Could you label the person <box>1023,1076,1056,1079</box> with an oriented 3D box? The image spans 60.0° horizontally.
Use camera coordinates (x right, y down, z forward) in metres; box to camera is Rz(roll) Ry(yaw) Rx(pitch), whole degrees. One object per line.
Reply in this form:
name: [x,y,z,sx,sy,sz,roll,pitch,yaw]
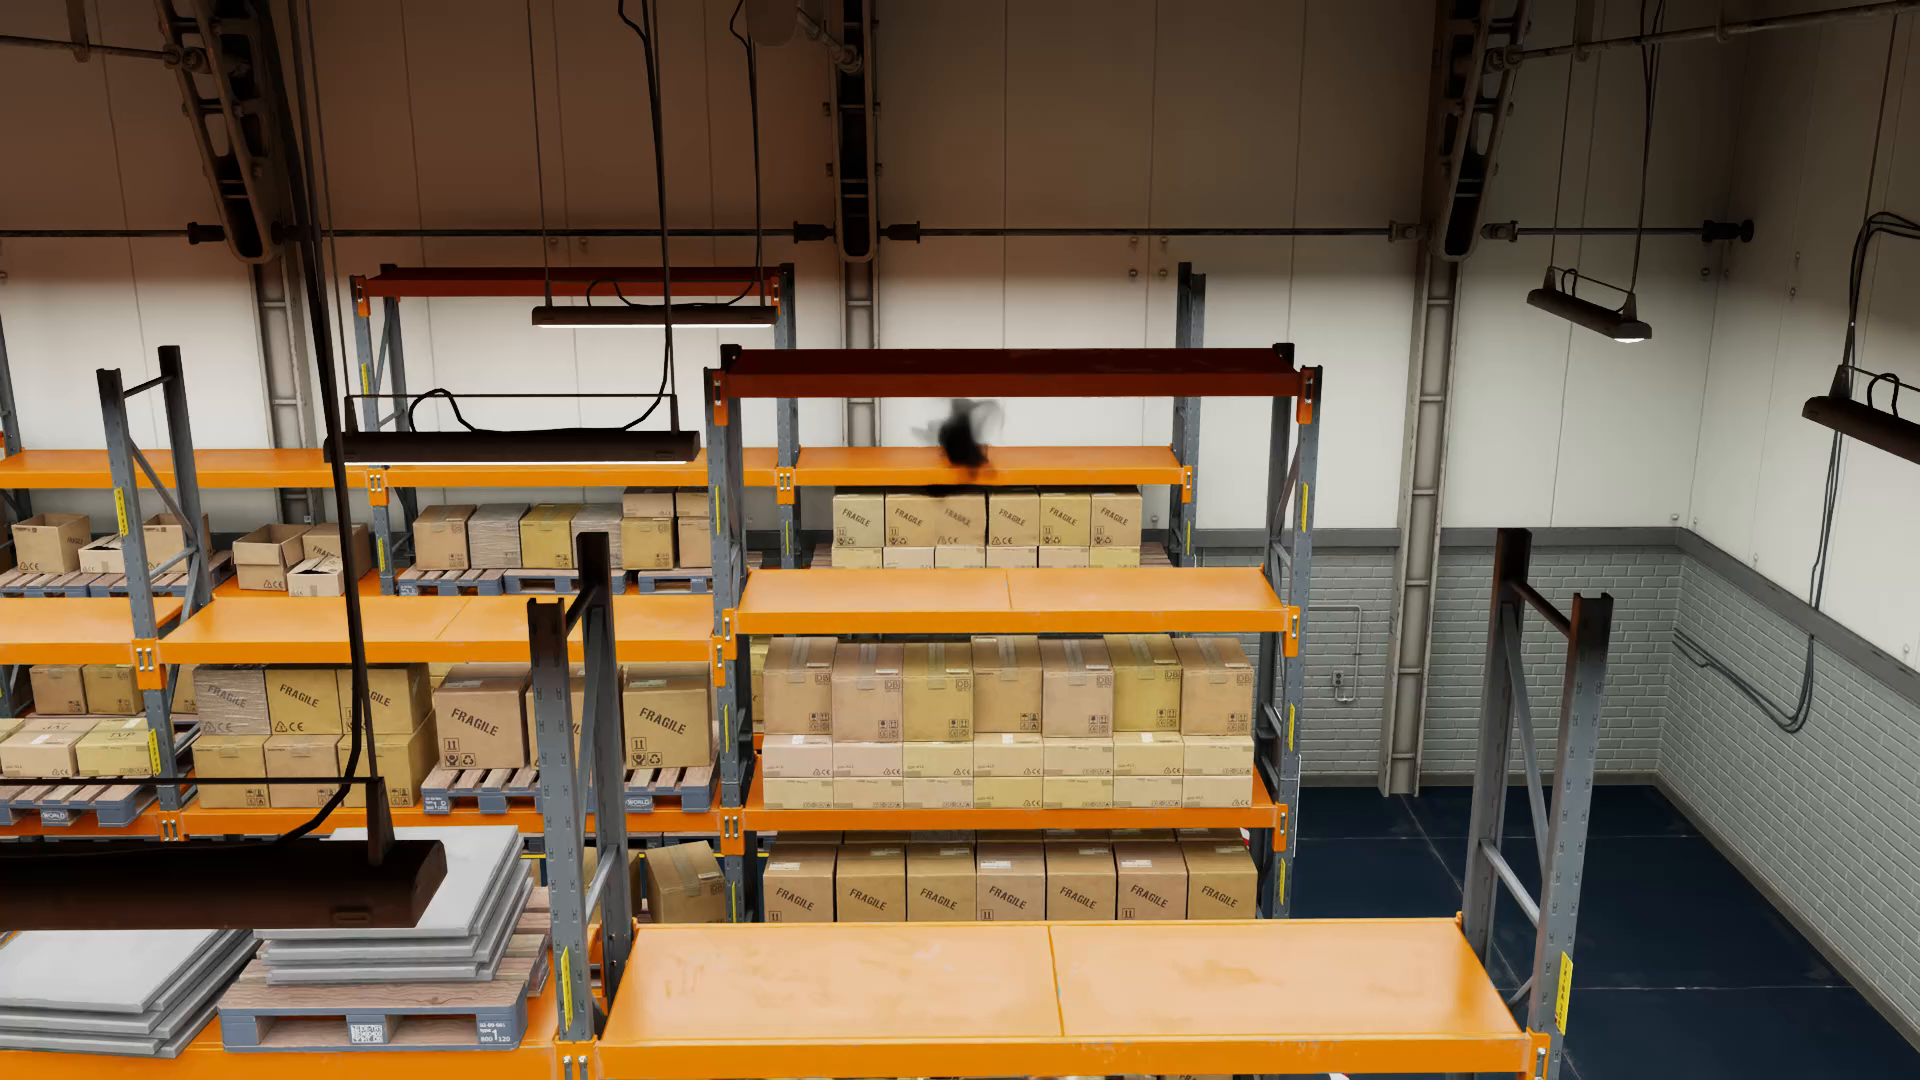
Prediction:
person: [0.530,4.233,11.028,0.547,1.693,0.692,-5,17,-16]
